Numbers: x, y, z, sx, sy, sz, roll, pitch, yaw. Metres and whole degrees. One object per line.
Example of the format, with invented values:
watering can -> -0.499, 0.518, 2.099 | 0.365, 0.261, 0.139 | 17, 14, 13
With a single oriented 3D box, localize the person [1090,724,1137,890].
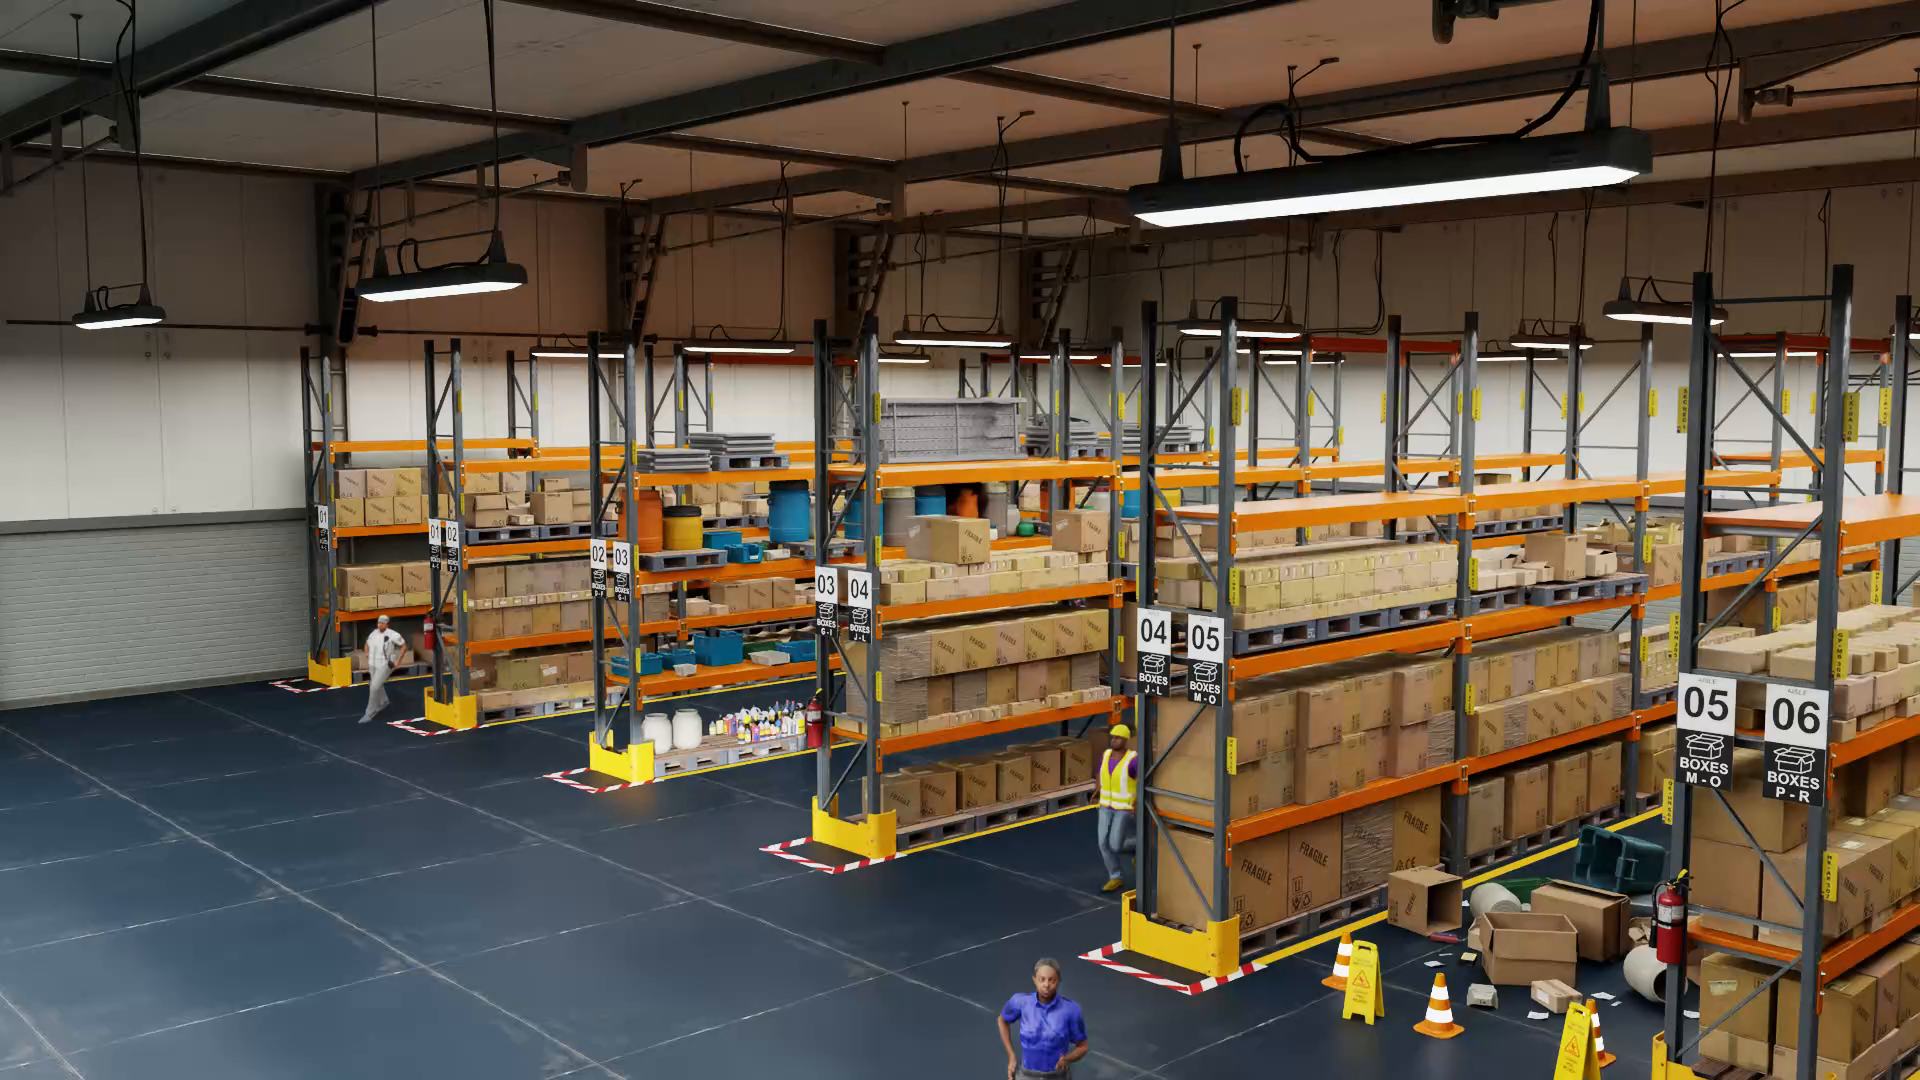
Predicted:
person -> 1.689, 2.781, 17.442 | 0.702, 1.726, 0.591 | 4, 7, 40

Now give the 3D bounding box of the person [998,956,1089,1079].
person -> 0.523, 3.441, 10.380 | 0.555, 1.716, 0.755 | 0, 5, -2

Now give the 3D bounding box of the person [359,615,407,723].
person -> -9.216, 2.025, 26.455 | 0.696, 1.686, 0.833 | 2, 5, 21
